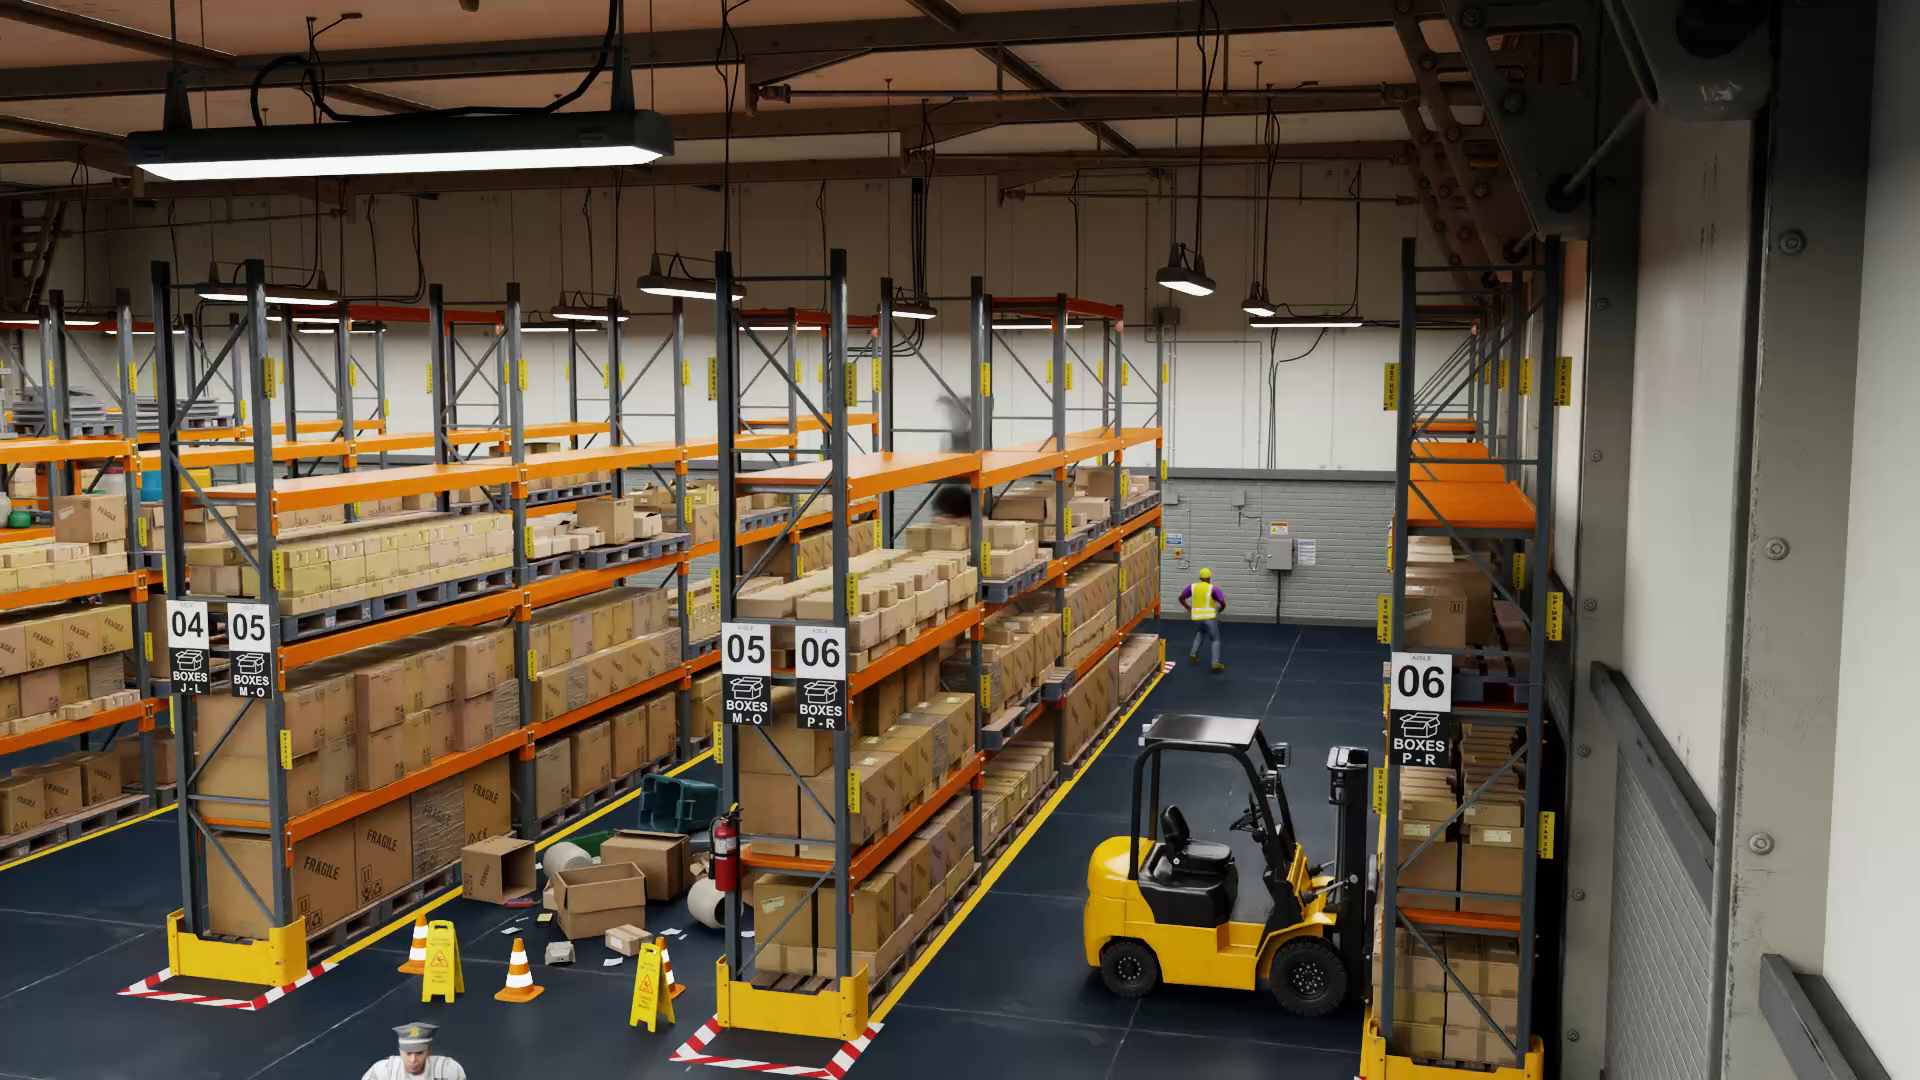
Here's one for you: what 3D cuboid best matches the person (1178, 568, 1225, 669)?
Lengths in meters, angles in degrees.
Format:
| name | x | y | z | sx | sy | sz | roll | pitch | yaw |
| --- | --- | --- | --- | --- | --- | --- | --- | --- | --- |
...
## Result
| name | x | y | z | sx | sy | sz | roll | pitch | yaw |
| --- | --- | --- | --- | --- | --- | --- | --- | --- | --- |
| person | 4.170 | 1.336 | 28.307 | 0.814 | 1.709 | 0.691 | 3 | 7 | 28 |

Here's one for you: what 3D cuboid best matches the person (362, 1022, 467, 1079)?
| name | x | y | z | sx | sy | sz | roll | pitch | yaw |
| --- | --- | --- | --- | --- | --- | --- | --- | --- | --- |
| person | -3.016 | 3.404 | 9.266 | 0.605 | 1.617 | 0.672 | -2 | 6 | -16 |
